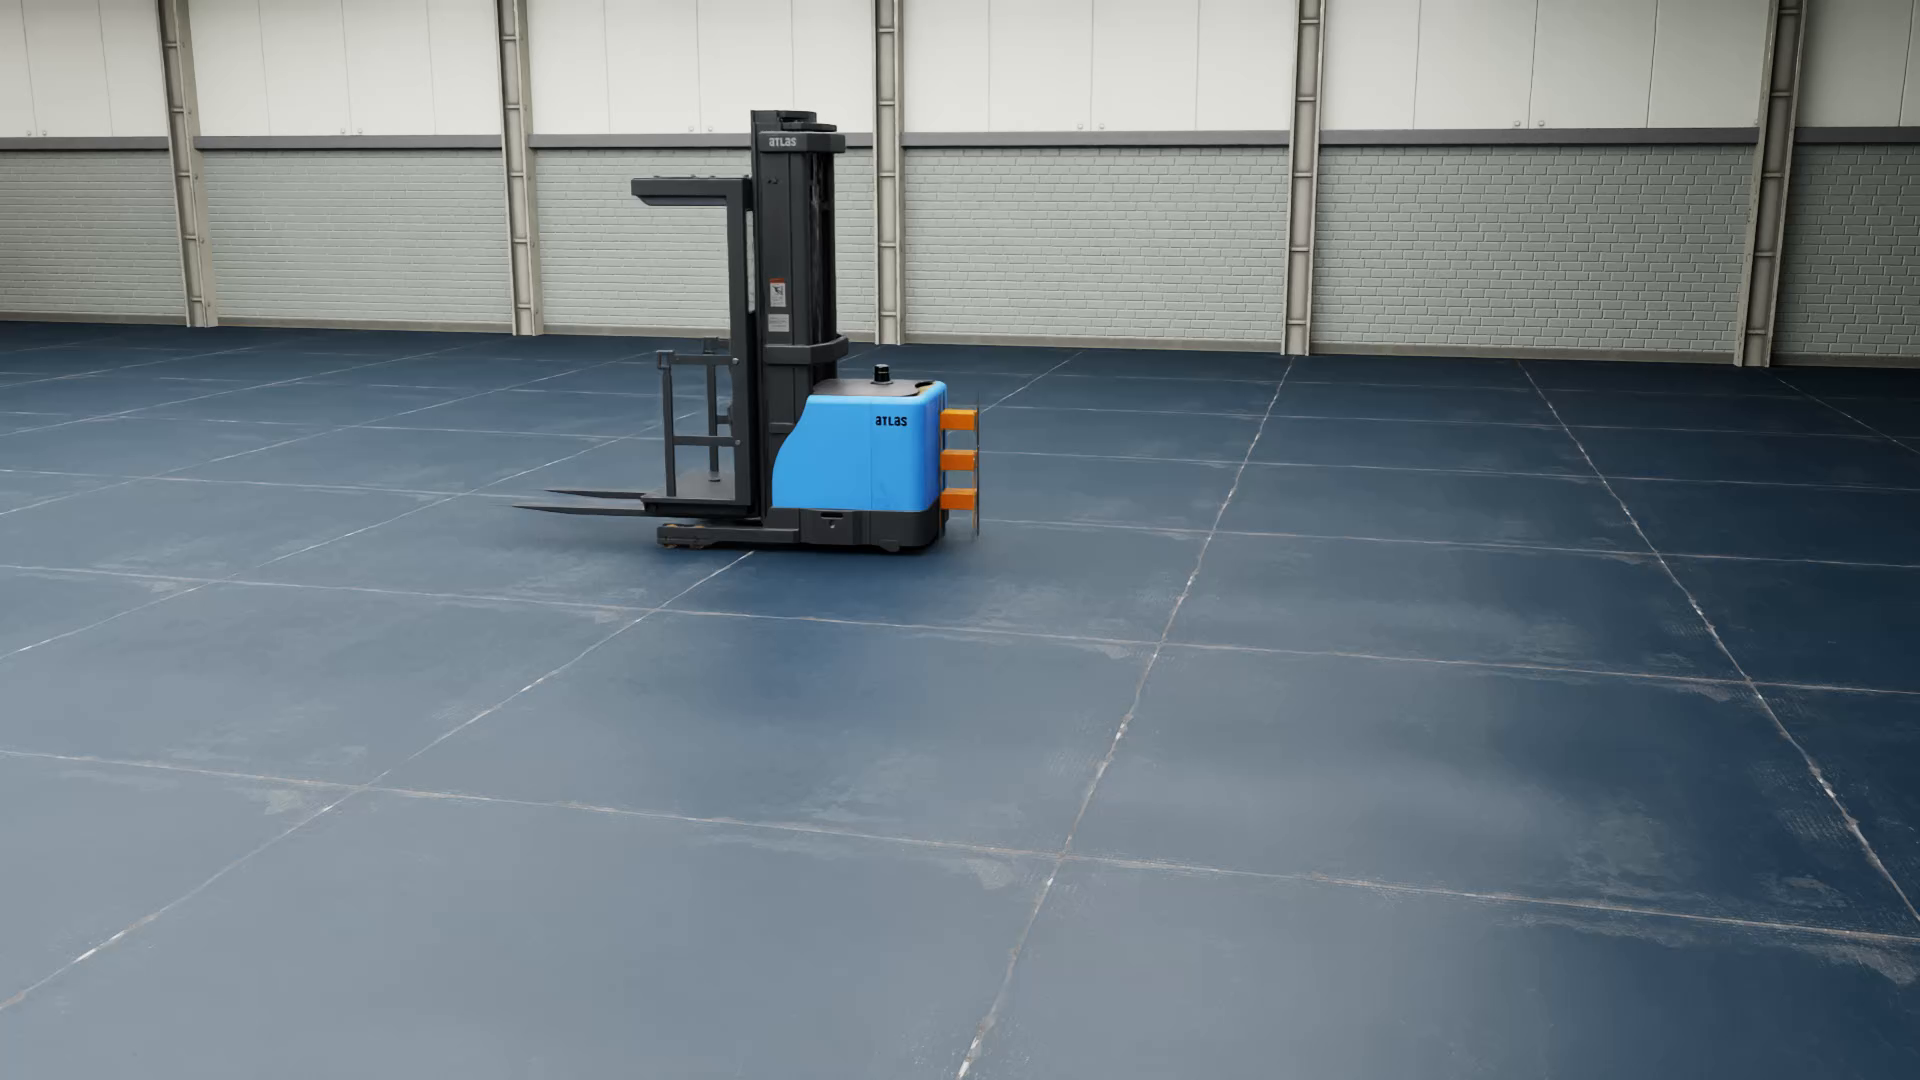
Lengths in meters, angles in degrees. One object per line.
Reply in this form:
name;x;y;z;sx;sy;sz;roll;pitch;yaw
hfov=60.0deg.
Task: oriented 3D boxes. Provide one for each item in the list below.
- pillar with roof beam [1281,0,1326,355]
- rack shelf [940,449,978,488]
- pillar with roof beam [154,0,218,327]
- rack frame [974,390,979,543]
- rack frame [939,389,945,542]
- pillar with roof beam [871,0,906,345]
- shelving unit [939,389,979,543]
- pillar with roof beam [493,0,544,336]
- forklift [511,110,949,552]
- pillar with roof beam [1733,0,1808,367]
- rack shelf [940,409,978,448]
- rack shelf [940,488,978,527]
pillar with roof beam;3.746;-6.140;18.633;0.400;9.000;9.100;3;13;14
rack shelf;-0.004;-0.505;11.636;0.240;0.259;0.215;2;13;8
pillar with roof beam;-13.730;-7.074;22.843;0.400;9.000;9.100;3;13;14
rack frame;0.117;-0.512;11.616;0.008;1.050;0.200;2;13;8
rack frame;-0.125;-0.519;11.651;0.008;1.050;0.200;2;13;8
pillar with roof beam;-2.079;-6.451;20.036;0.400;9.000;9.100;3;13;14
shelving unit;-0.004;-0.516;11.633;0.252;1.050;0.215;2;13;8
pillar with roof beam;-7.905;-6.763;21.440;0.400;9.000;9.100;3;13;14
forklift;-1.643;-1.476;11.620;3.031;2.935;1.130;2;13;9
pillar with roof beam;9.571;-5.829;17.230;0.400;9.000;9.100;3;13;14
rack shelf;-0.004;-0.782;11.574;0.240;0.259;0.215;2;13;8
rack shelf;-0.004;-0.234;11.696;0.240;0.259;0.215;2;13;8
